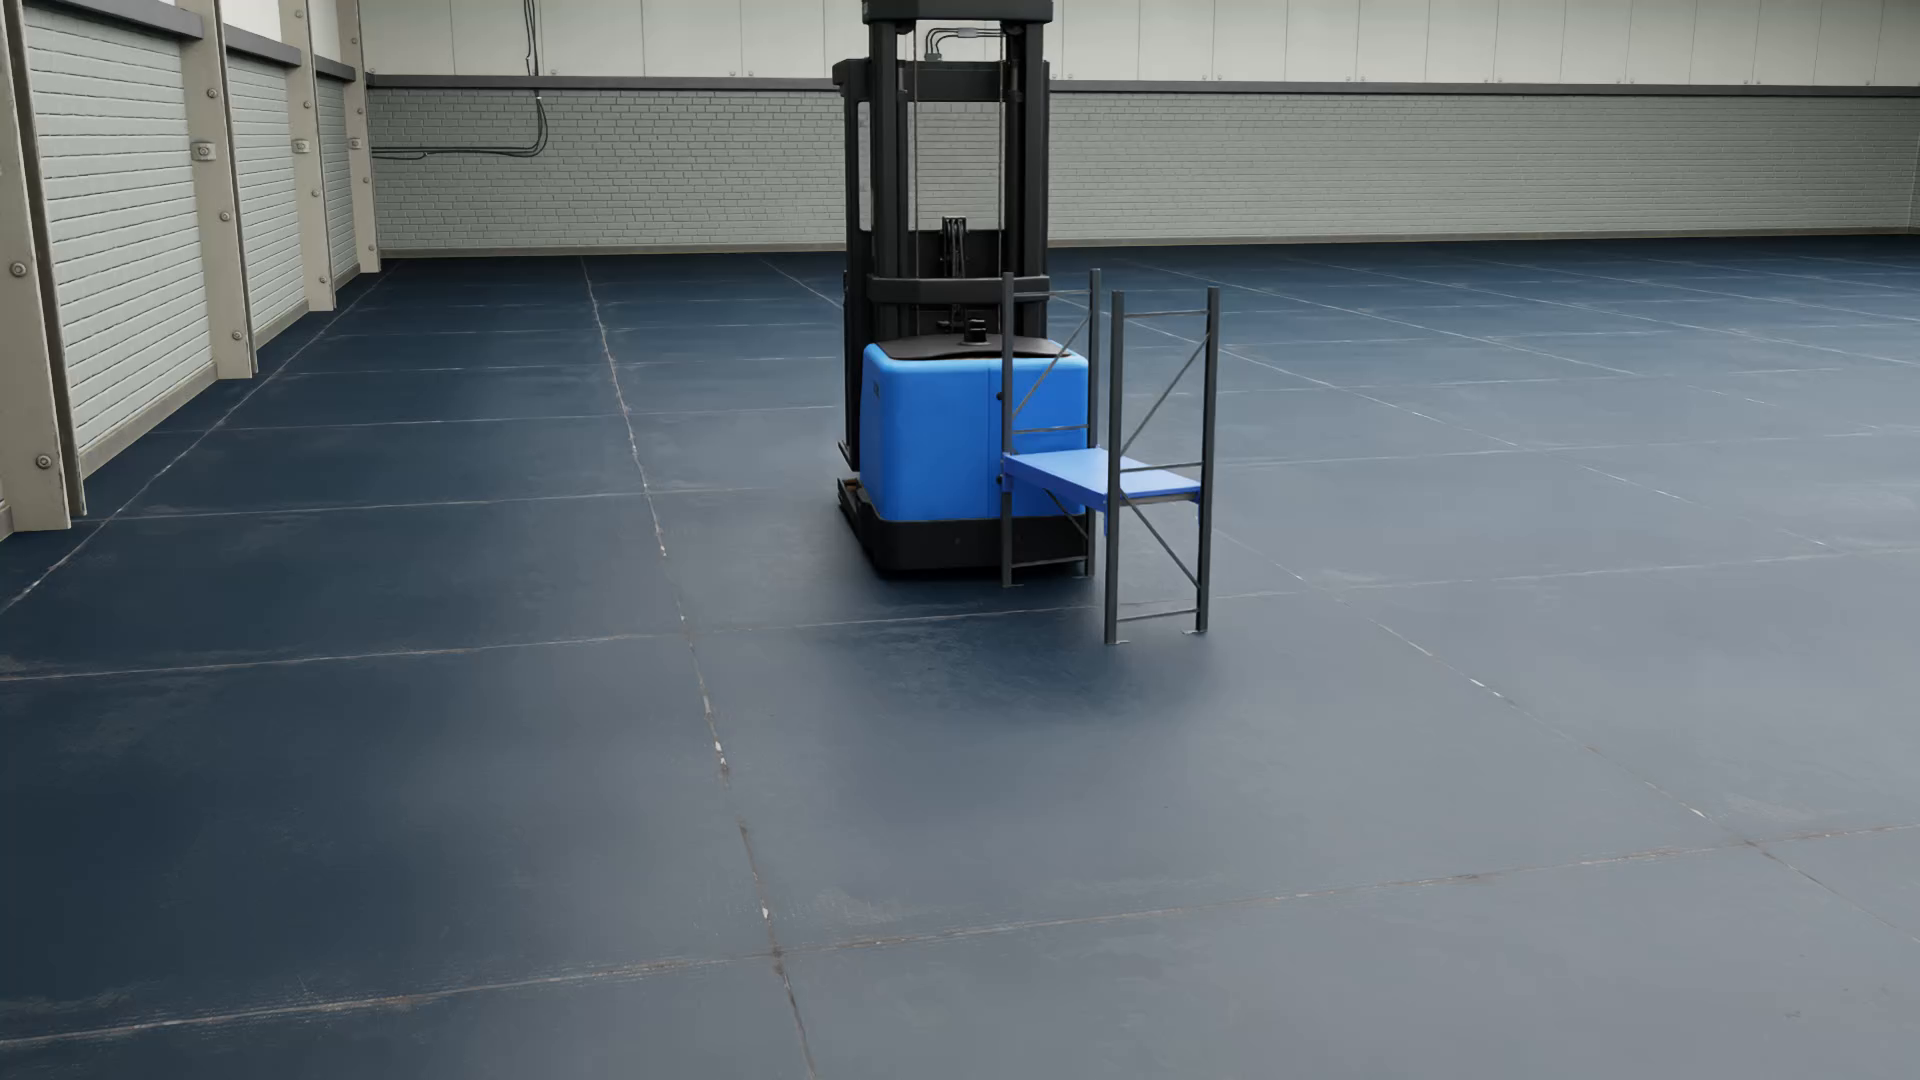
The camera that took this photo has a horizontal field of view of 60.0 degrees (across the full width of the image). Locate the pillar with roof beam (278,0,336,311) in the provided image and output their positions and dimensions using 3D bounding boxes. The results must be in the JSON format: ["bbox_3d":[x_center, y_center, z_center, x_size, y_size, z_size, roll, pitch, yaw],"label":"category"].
[{"bbox_3d":[-3.750,-7.478,20.574,9.100,9.000,0.400,-3,14,-13],"label":"pillar with roof beam"}]

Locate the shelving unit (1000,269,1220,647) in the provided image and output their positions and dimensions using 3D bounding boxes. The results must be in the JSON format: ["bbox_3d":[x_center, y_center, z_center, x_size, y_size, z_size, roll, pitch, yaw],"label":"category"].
[{"bbox_3d":[0.639,-0.412,7.454,0.538,1.500,1.048,-6,15,-24],"label":"shelving unit"}]

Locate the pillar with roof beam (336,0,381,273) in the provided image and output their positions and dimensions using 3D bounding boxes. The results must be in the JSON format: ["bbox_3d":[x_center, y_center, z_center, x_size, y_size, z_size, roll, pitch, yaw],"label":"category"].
[{"bbox_3d":[-5.160,-8.862,26.240,9.100,9.000,0.400,-3,14,-13],"label":"pillar with roof beam"}]

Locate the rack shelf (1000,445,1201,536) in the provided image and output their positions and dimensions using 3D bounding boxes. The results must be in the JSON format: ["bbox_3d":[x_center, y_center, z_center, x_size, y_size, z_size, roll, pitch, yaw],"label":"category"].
[{"bbox_3d":[0.639,-0.237,7.496,0.538,0.185,1.000,-6,15,-24],"label":"rack shelf"}]

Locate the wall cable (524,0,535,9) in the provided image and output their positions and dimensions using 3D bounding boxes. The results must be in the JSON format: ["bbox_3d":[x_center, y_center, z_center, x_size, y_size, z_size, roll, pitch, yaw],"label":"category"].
[{"bbox_3d":[-6.121,-10.471,28.727,3.097,2.526,0.112,-3,14,-13],"label":"wall cable"}]

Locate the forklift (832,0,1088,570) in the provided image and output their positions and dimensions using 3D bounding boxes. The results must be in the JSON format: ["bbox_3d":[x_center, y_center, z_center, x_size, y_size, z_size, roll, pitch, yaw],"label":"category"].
[{"bbox_3d":[-0.109,-1.579,9.216,1.130,2.935,3.031,-2,14,-9],"label":"forklift"}]

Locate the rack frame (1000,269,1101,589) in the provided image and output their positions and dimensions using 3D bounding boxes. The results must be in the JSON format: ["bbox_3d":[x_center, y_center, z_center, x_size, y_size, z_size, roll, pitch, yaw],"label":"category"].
[{"bbox_3d":[0.429,-0.522,7.903,0.500,1.500,0.032,-6,15,-24],"label":"rack frame"}]

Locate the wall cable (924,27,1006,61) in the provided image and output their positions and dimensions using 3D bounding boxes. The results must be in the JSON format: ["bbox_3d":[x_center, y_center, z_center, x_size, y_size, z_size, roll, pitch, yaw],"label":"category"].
[{"bbox_3d":[0.481,-11.553,30.088,2.305,6.003,0.169,-3,14,-13],"label":"wall cable"}]

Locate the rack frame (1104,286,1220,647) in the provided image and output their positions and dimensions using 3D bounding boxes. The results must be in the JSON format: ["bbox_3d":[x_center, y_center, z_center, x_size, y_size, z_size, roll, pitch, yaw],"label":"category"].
[{"bbox_3d":[0.849,-0.302,7.004,0.500,1.500,0.032,-6,15,-24],"label":"rack frame"}]

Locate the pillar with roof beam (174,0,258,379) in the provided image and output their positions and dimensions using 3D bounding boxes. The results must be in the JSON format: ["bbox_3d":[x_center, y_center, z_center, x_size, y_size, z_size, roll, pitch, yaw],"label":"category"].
[{"bbox_3d":[-2.341,-6.094,14.908,9.100,9.000,0.400,-3,14,-13],"label":"pillar with roof beam"}]

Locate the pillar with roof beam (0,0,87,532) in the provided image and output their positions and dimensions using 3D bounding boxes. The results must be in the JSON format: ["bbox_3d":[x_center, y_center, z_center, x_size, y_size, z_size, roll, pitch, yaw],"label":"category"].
[{"bbox_3d":[-0.932,-4.710,9.243,9.100,9.000,0.400,-3,14,-13],"label":"pillar with roof beam"}]

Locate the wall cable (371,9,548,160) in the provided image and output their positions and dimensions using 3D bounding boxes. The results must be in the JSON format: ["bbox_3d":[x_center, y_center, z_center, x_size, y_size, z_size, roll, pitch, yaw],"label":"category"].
[{"bbox_3d":[-8.751,-7.867,28.709,3.097,2.526,0.112,-3,14,-13],"label":"wall cable"}]
